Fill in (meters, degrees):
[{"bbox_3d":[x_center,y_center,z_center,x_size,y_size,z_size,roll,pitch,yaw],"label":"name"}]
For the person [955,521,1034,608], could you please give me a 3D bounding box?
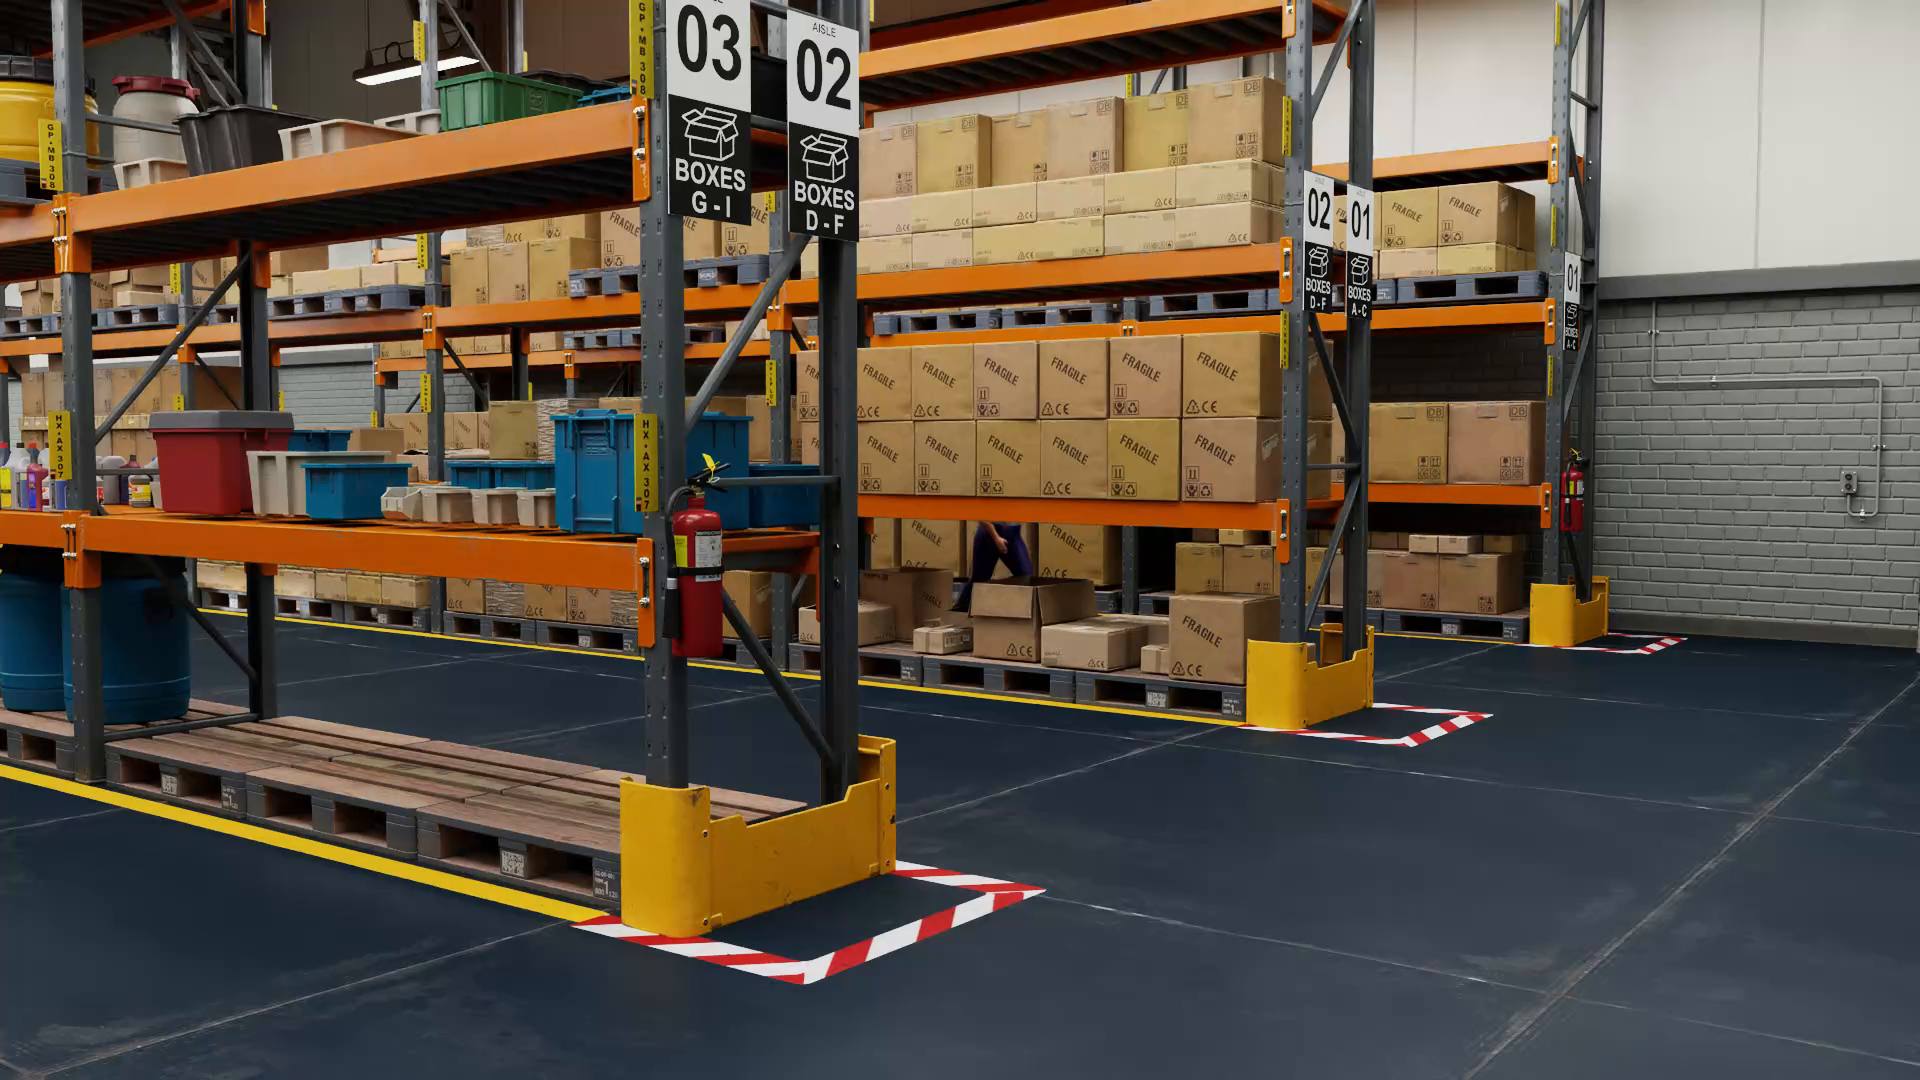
[{"bbox_3d":[0.344,-0.004,14.307,0.482,1.590,1.025,-3,4,-42],"label":"person"}]
